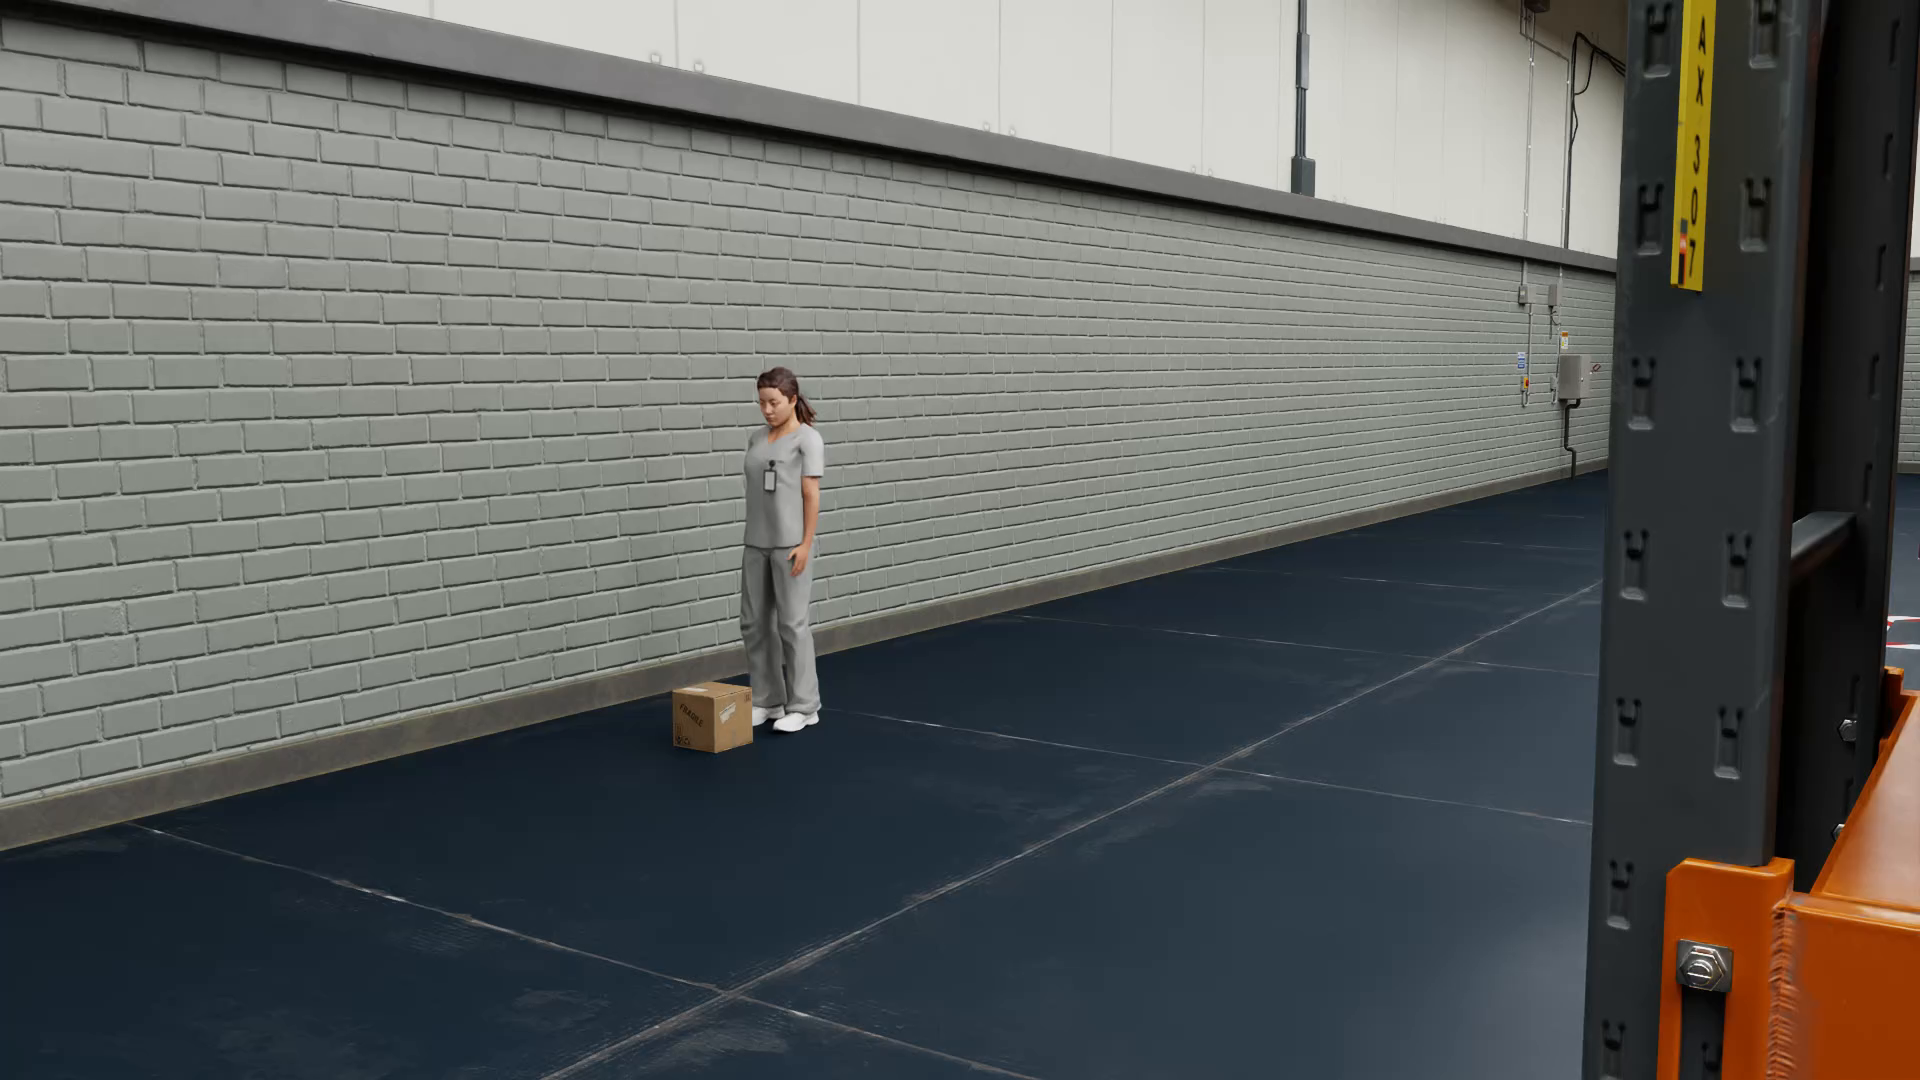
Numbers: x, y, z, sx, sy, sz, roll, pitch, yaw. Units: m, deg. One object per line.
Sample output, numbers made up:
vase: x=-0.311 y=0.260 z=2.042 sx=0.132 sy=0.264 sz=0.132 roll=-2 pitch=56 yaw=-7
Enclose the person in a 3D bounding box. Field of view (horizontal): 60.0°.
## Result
person: x=-0.815 y=0.037 z=7.686 sx=0.443 sy=1.670 sz=0.361 roll=4 pitch=8 yaw=35
